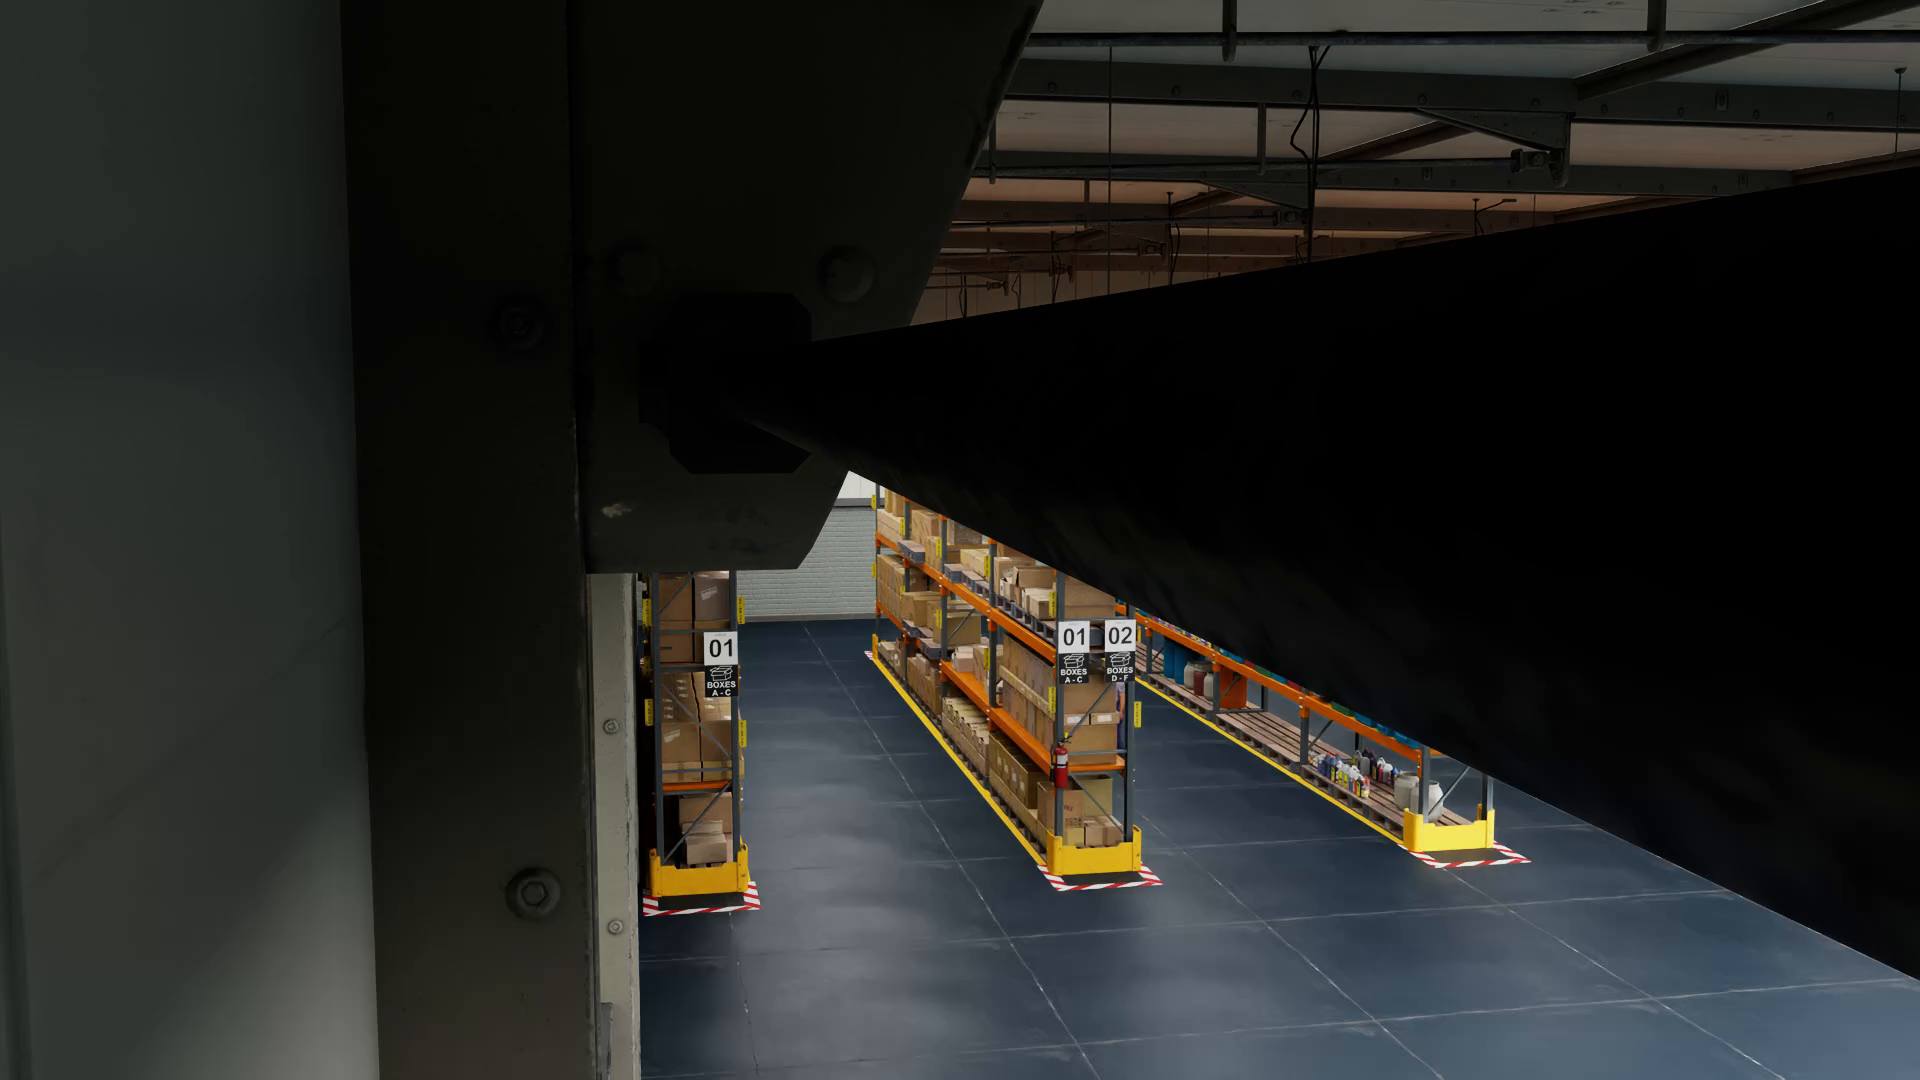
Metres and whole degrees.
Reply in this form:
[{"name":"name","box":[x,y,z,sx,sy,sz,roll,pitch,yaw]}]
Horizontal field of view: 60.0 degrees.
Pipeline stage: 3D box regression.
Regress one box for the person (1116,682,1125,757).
[{"name":"person","box":[2.423,2.766,26.815,0.388,1.665,0.515,-4,7,-31]}]
